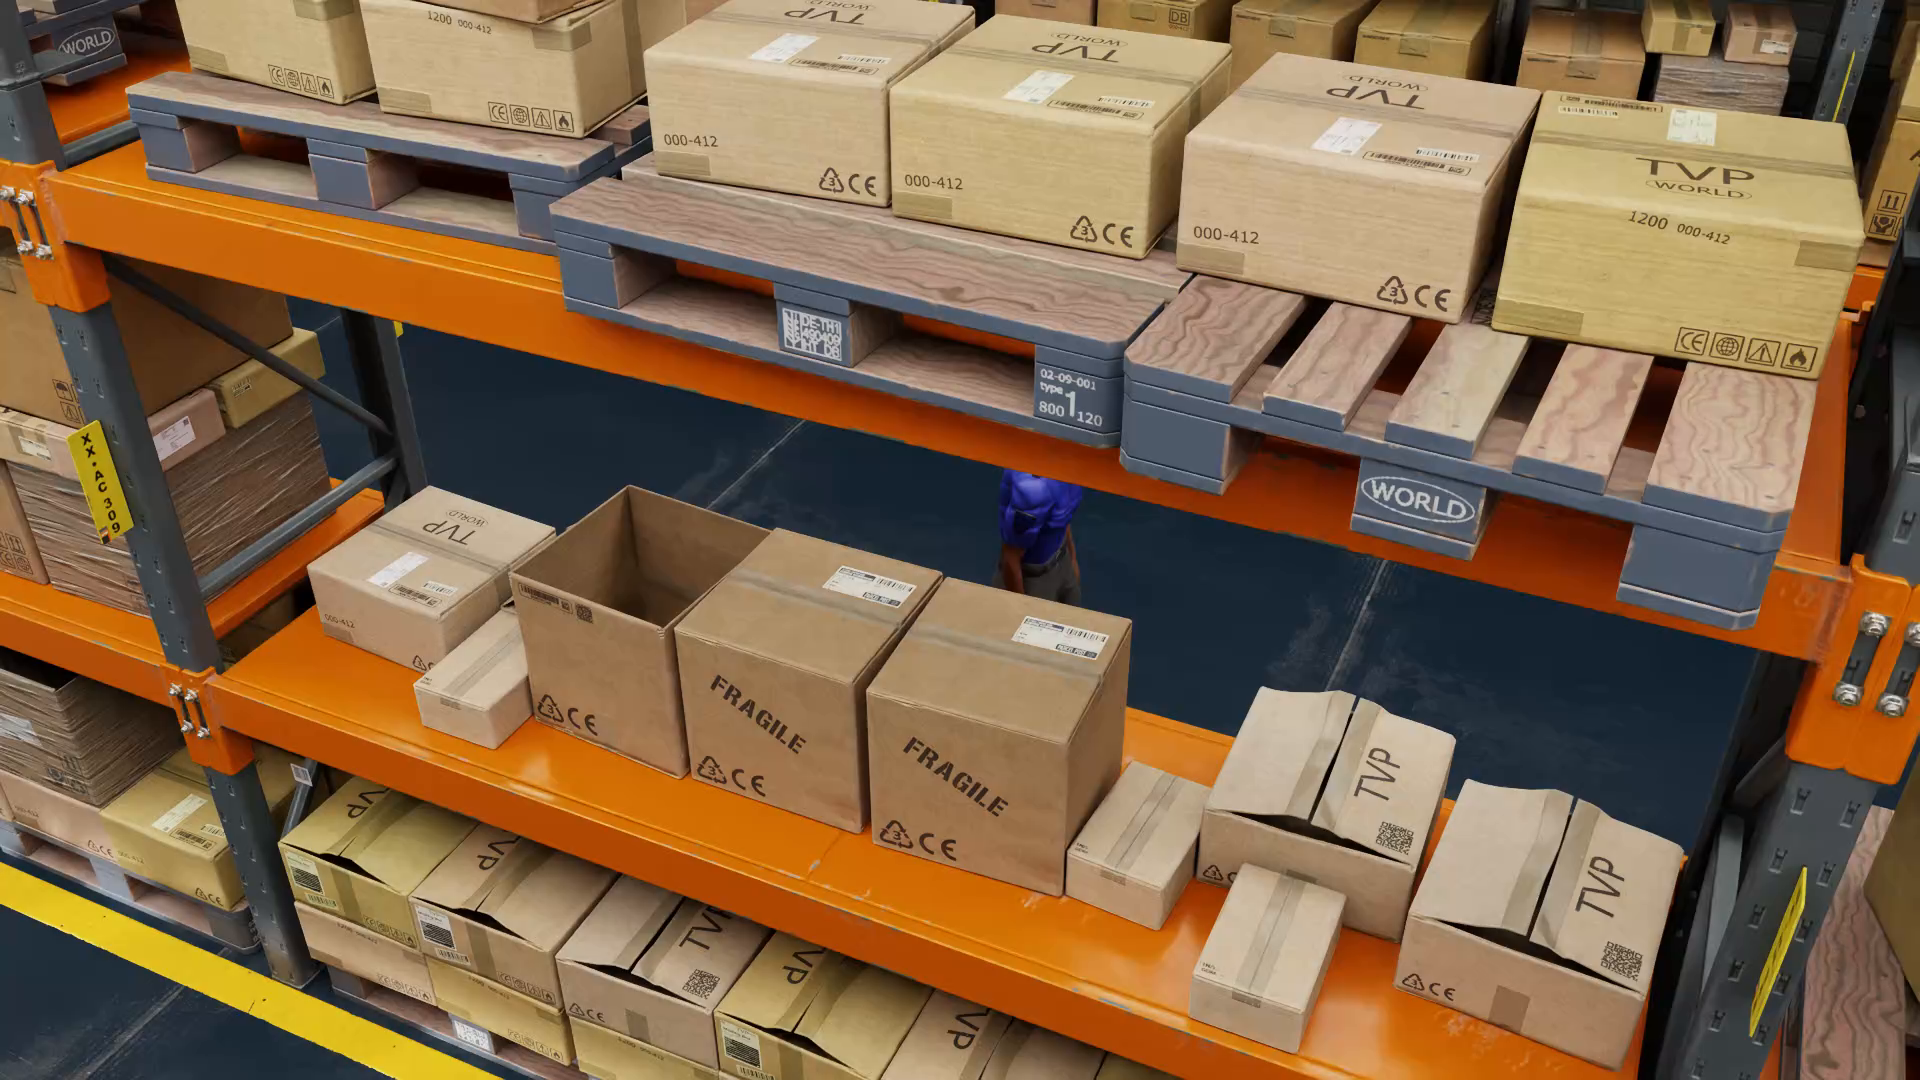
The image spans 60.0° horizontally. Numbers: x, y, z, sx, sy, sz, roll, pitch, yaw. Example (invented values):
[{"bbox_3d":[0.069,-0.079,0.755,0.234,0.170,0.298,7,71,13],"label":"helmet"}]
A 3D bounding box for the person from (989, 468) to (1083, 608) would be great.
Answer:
[{"bbox_3d":[0.312,0.176,5.884,0.392,1.654,0.516,14,36,20],"label":"person"}]
